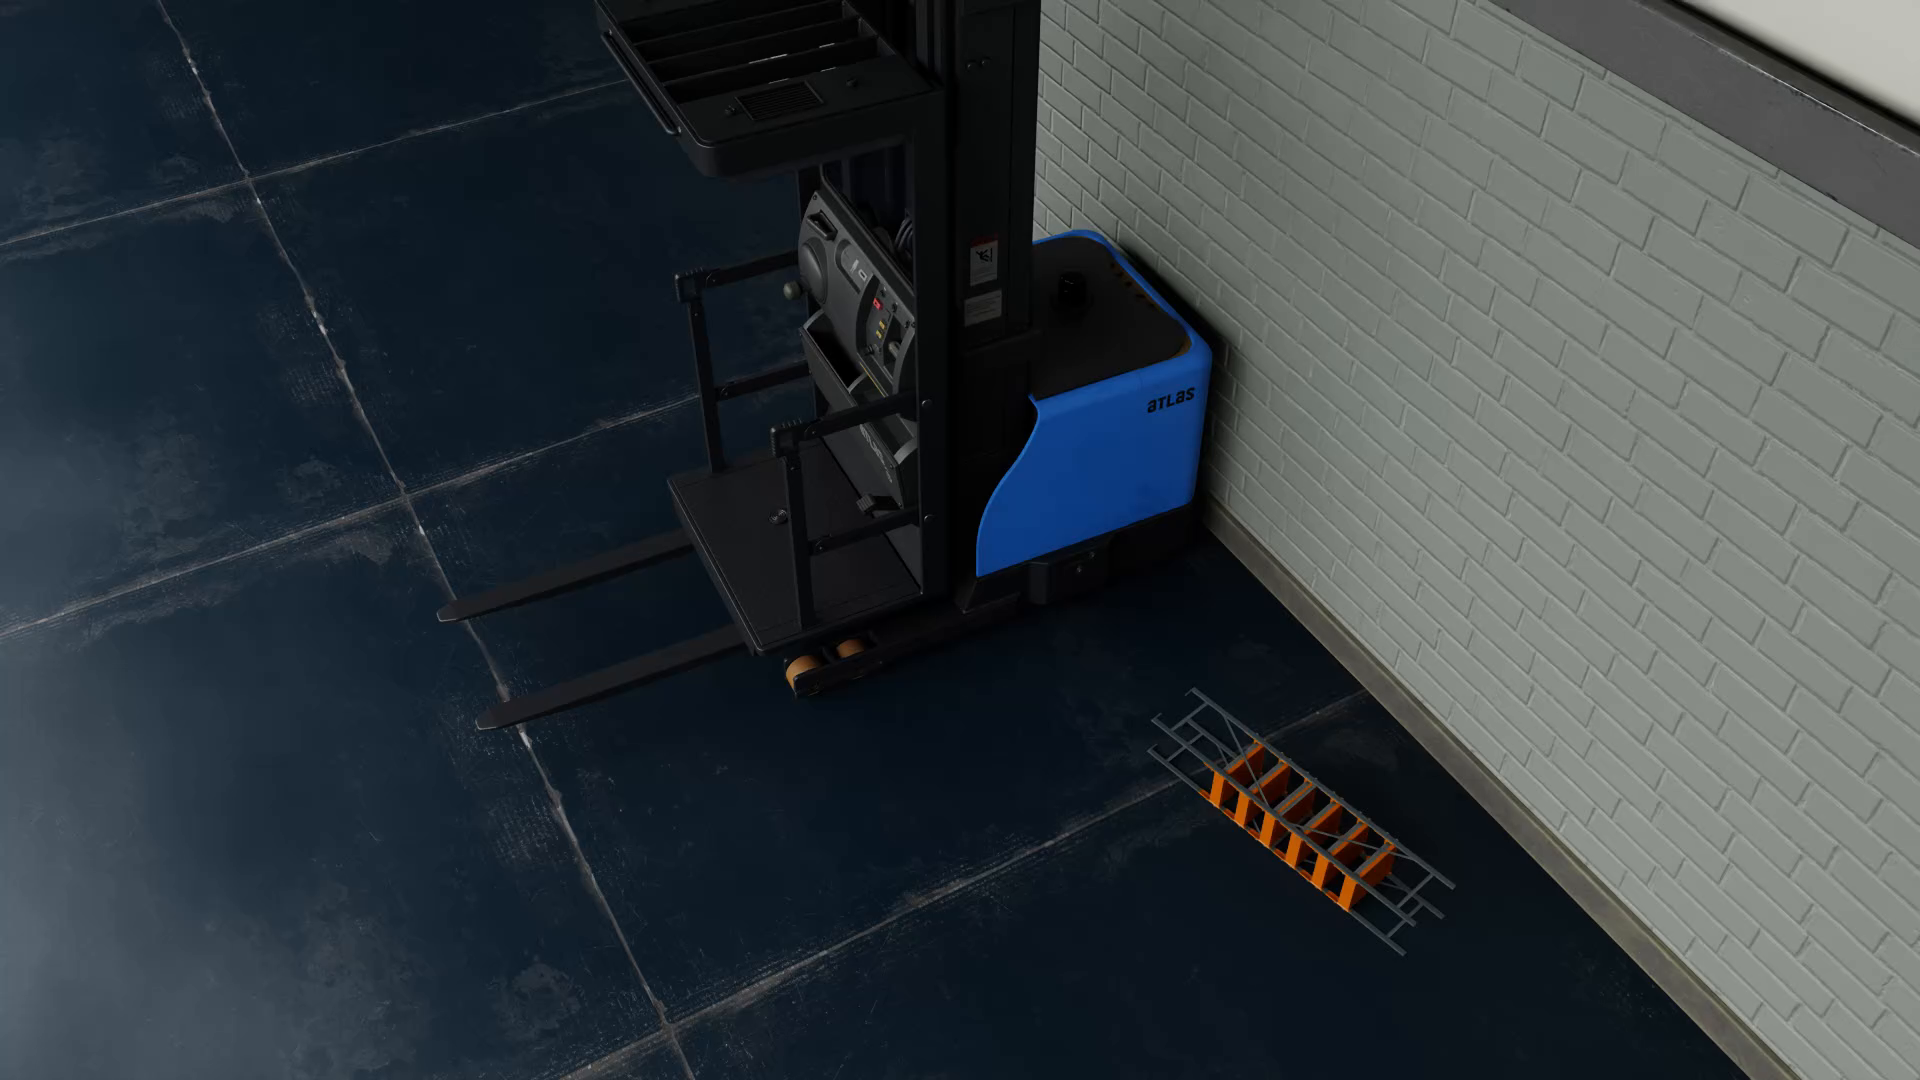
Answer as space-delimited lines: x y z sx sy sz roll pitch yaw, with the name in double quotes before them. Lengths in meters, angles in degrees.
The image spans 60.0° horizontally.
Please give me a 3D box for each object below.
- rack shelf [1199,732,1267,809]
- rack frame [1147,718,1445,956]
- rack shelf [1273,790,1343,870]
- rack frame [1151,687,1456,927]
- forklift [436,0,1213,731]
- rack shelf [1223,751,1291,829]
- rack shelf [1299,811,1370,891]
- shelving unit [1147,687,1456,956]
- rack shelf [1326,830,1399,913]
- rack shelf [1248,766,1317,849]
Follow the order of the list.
"rack shelf" 1.015 0.846 6.164 0.258 0.180 0.103 -32 53 -29
"rack frame" 1.206 1.059 6.078 0.240 0.006 1.200 -32 53 -29
"rack shelf" 1.257 1.033 5.975 0.258 0.180 0.103 -32 53 -29
"rack frame" 1.207 0.929 5.950 0.240 0.006 1.200 -32 53 -29
"forklift" -0.562 -0.861 5.962 3.031 2.935 1.130 -19 47 -18
"rack shelf" 1.096 0.909 6.101 0.258 0.180 0.103 -32 53 -29
"rack shelf" 1.338 1.096 5.911 0.258 0.180 0.103 -32 53 -29
"shelving unit" 1.206 0.994 6.014 0.258 0.189 1.200 -32 53 -29
"rack shelf" 1.419 1.158 5.848 0.258 0.180 0.103 -32 53 -29
"rack shelf" 1.176 0.971 6.038 0.258 0.180 0.103 -32 53 -29
